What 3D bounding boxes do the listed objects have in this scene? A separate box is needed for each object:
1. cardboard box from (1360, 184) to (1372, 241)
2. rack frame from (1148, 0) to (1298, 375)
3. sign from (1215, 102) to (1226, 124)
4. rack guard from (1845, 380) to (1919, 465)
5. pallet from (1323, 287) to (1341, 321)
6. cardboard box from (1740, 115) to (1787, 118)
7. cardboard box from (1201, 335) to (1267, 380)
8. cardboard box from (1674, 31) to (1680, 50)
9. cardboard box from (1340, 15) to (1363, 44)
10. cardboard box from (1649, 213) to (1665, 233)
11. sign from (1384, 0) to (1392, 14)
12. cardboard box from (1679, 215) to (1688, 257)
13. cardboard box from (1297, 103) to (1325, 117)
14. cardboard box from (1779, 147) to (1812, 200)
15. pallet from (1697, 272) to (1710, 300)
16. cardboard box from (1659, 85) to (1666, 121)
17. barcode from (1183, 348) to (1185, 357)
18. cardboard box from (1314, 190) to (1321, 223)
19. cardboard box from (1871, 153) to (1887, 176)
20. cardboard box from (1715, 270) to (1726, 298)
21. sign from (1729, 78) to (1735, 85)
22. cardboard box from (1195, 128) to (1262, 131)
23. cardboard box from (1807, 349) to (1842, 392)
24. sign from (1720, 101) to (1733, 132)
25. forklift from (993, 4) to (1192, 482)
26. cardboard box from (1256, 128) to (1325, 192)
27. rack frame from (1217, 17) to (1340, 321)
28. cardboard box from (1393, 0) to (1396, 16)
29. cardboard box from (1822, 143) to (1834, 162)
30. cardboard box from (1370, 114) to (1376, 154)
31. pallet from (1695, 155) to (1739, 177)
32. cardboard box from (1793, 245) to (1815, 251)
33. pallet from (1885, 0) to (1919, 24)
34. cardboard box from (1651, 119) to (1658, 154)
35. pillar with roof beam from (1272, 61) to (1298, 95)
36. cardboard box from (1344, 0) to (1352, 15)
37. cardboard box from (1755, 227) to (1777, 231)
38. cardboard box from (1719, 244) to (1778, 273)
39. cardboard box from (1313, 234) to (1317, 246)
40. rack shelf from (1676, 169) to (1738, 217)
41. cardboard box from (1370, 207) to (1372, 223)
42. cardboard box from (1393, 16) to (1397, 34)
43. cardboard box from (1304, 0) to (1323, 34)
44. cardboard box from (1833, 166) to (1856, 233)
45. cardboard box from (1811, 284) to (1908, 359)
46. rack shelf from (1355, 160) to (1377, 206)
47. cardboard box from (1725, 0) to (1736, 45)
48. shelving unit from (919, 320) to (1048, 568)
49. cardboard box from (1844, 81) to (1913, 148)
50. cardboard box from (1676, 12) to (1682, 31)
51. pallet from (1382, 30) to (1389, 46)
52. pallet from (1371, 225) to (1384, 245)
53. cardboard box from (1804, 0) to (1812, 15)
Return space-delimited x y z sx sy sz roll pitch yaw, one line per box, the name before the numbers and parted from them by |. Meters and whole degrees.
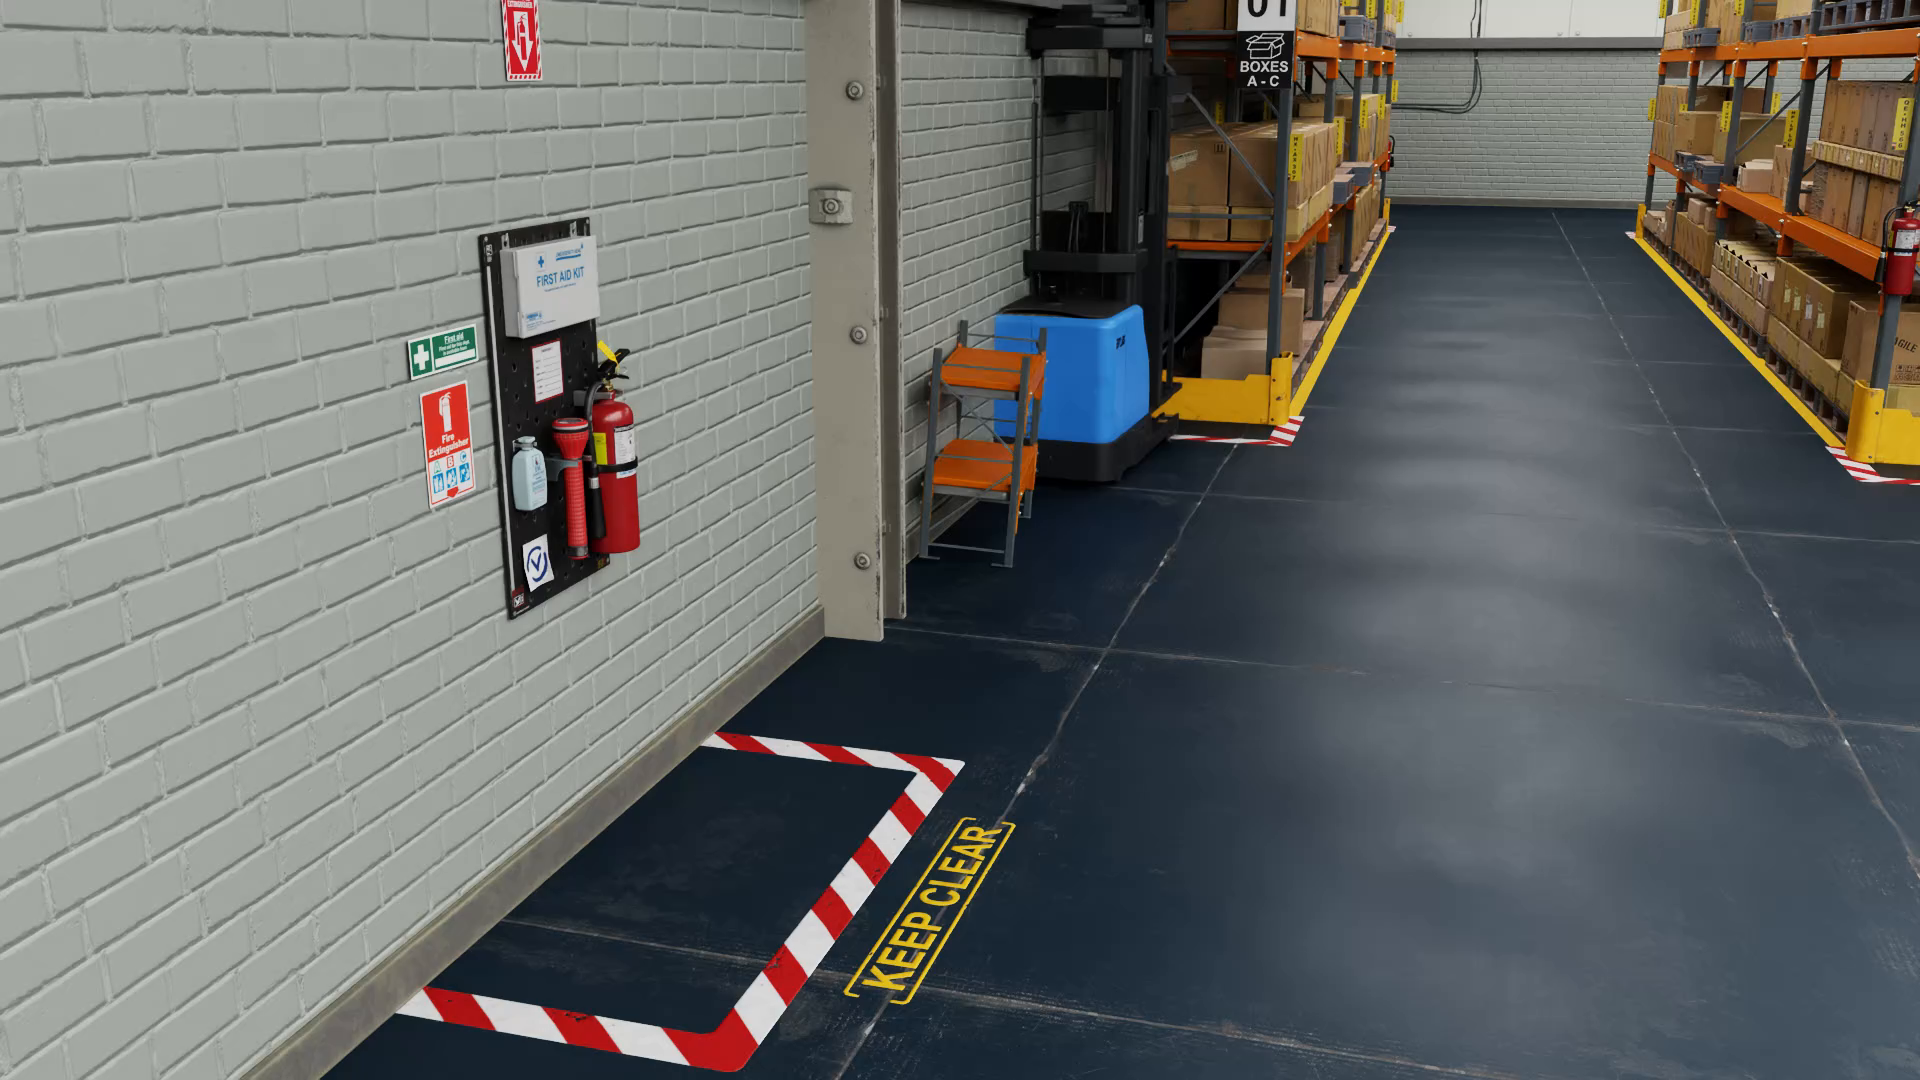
cardboard box | 5.224 -4.485 22.814 0.750 0.750 0.750 5 17 17
rack frame | 1.874 -2.358 12.145 1.000 3.000 0.127 5 16 16
sign | 2.477 -4.003 15.825 0.100 0.325 0.005 5 16 16
rack guard | 6.617 -0.766 11.113 1.175 0.500 0.348 5 16 16
pallet | 3.575 -2.587 18.062 1.003 0.211 1.213 5 16 16
cardboard box | 9.412 -4.716 19.505 0.700 0.500 0.500 8 18 26
cardboard box | 2.157 -1.450 13.065 0.500 0.311 0.500 3 16 10
cardboard box | 10.350 -7.025 23.376 0.500 0.250 0.500 5 16 16
cardboard box | 4.201 -5.651 18.386 0.500 0.311 0.500 5 16 16
cardboard box | 10.461 -4.667 24.521 0.500 0.250 0.500 5 16 16
sign | 5.807 -7.301 22.551 0.100 0.325 0.005 5 16 16
cardboard box | 9.522 -3.875 21.269 0.500 0.500 0.500 5 17 17
cardboard box | 4.001 -4.845 18.734 0.380 0.149 0.250 2 16 7
cardboard box | 8.287 -3.538 16.121 0.500 0.500 0.500 5 16 16
pallet | 9.146 -2.918 19.232 1.003 0.211 1.213 5 16 16
cardboard box | 10.651 -6.457 24.580 0.500 0.500 0.500 5 17 16
barcode | 1.778 -1.490 13.190 0.001 0.075 0.075 5 16 16
cardboard box | 2.747 -2.800 13.942 0.500 0.250 0.500 5 17 16
cardboard box | 6.844 -2.719 12.048 0.380 0.149 0.250 5 17 18
cardboard box | 8.325 -2.701 17.624 0.500 0.250 0.500 4 16 14
sign | 11.698 -6.821 25.181 0.100 0.325 0.005 5 16 16
cardboard box | 2.242 -3.194 13.957 0.500 0.500 0.500 5 17 17
cardboard box | 6.764 -1.280 12.613 0.500 0.250 0.500 5 16 16
sign | 8.375 -4.626 18.165 0.100 0.325 0.005 5 16 16
forklift | 0.940 -2.132 11.476 1.130 2.935 3.031 5 17 19
cardboard box | 2.736 -3.157 13.826 0.500 0.500 0.500 5 17 18
rack frame | 3.011 -3.404 15.834 1.000 3.000 0.127 5 16 16
cardboard box | 6.322 -8.183 25.132 0.500 0.500 0.500 5 17 18
cardboard box | 7.356 -3.193 13.716 0.380 0.149 0.250 4 16 14
cardboard box | 5.259 -5.423 22.188 0.500 0.500 0.500 5 17 16
pallet | 9.446 -4.484 19.994 1.003 0.211 1.213 5 16 16
cardboard box | 8.844 -2.924 17.383 0.500 0.311 0.500 4 16 15
pallet | 6.850 -3.558 11.042 1.003 0.211 1.213 5 16 16
cardboard box | 10.792 -6.113 25.201 0.500 0.500 0.500 5 17 17
pillar with roof beam | 8.781 -8.300 22.100 9.100 9.000 0.400 5 16 16
cardboard box | 4.227 -6.282 19.495 0.700 0.500 0.500 3 16 12
cardboard box | 9.592 -3.442 19.741 0.500 0.500 0.500 4 16 15
cardboard box | 8.326 -2.964 17.525 0.500 0.311 0.500 4 16 14
cardboard box | 3.629 -3.349 18.040 0.500 0.250 0.500 5 16 16
rack shelf | 9.466 -4.245 20.116 1.077 0.370 4.000 5 16 16
cardboard box | 5.595 -4.684 24.159 0.700 0.500 0.500 5 17 17
cardboard box | 6.467 -7.953 25.695 0.500 0.250 0.500 5 17 18
cardboard box | 2.539 -4.200 12.925 0.500 0.500 0.500 5 17 18
cardboard box | 7.351 -2.683 13.109 0.700 0.500 0.500 5 17 17
cardboard box | 6.761 -1.641 12.512 0.500 0.500 0.500 5 16 16
rack shelf | 4.716 -4.628 21.467 1.077 0.370 4.000 5 16 16
cardboard box | 9.134 -5.809 18.632 0.910 0.500 0.500 5 16 16
shelving unit | 0.140 -0.558 9.170 0.538 1.125 1.048 6 16 6
cardboard box | 7.356 -3.313 12.953 0.700 0.500 0.500 5 16 16
cardboard box | 10.345 -7.266 23.310 0.500 0.250 0.500 5 16 16
pallet | 5.527 -7.111 23.568 1.003 0.211 1.213 5 16 16
pallet | 5.920 -4.669 25.403 1.003 0.211 1.213 5 16 16
cardboard box | 8.363 -5.089 15.784 0.500 0.250 0.500 3 16 11
